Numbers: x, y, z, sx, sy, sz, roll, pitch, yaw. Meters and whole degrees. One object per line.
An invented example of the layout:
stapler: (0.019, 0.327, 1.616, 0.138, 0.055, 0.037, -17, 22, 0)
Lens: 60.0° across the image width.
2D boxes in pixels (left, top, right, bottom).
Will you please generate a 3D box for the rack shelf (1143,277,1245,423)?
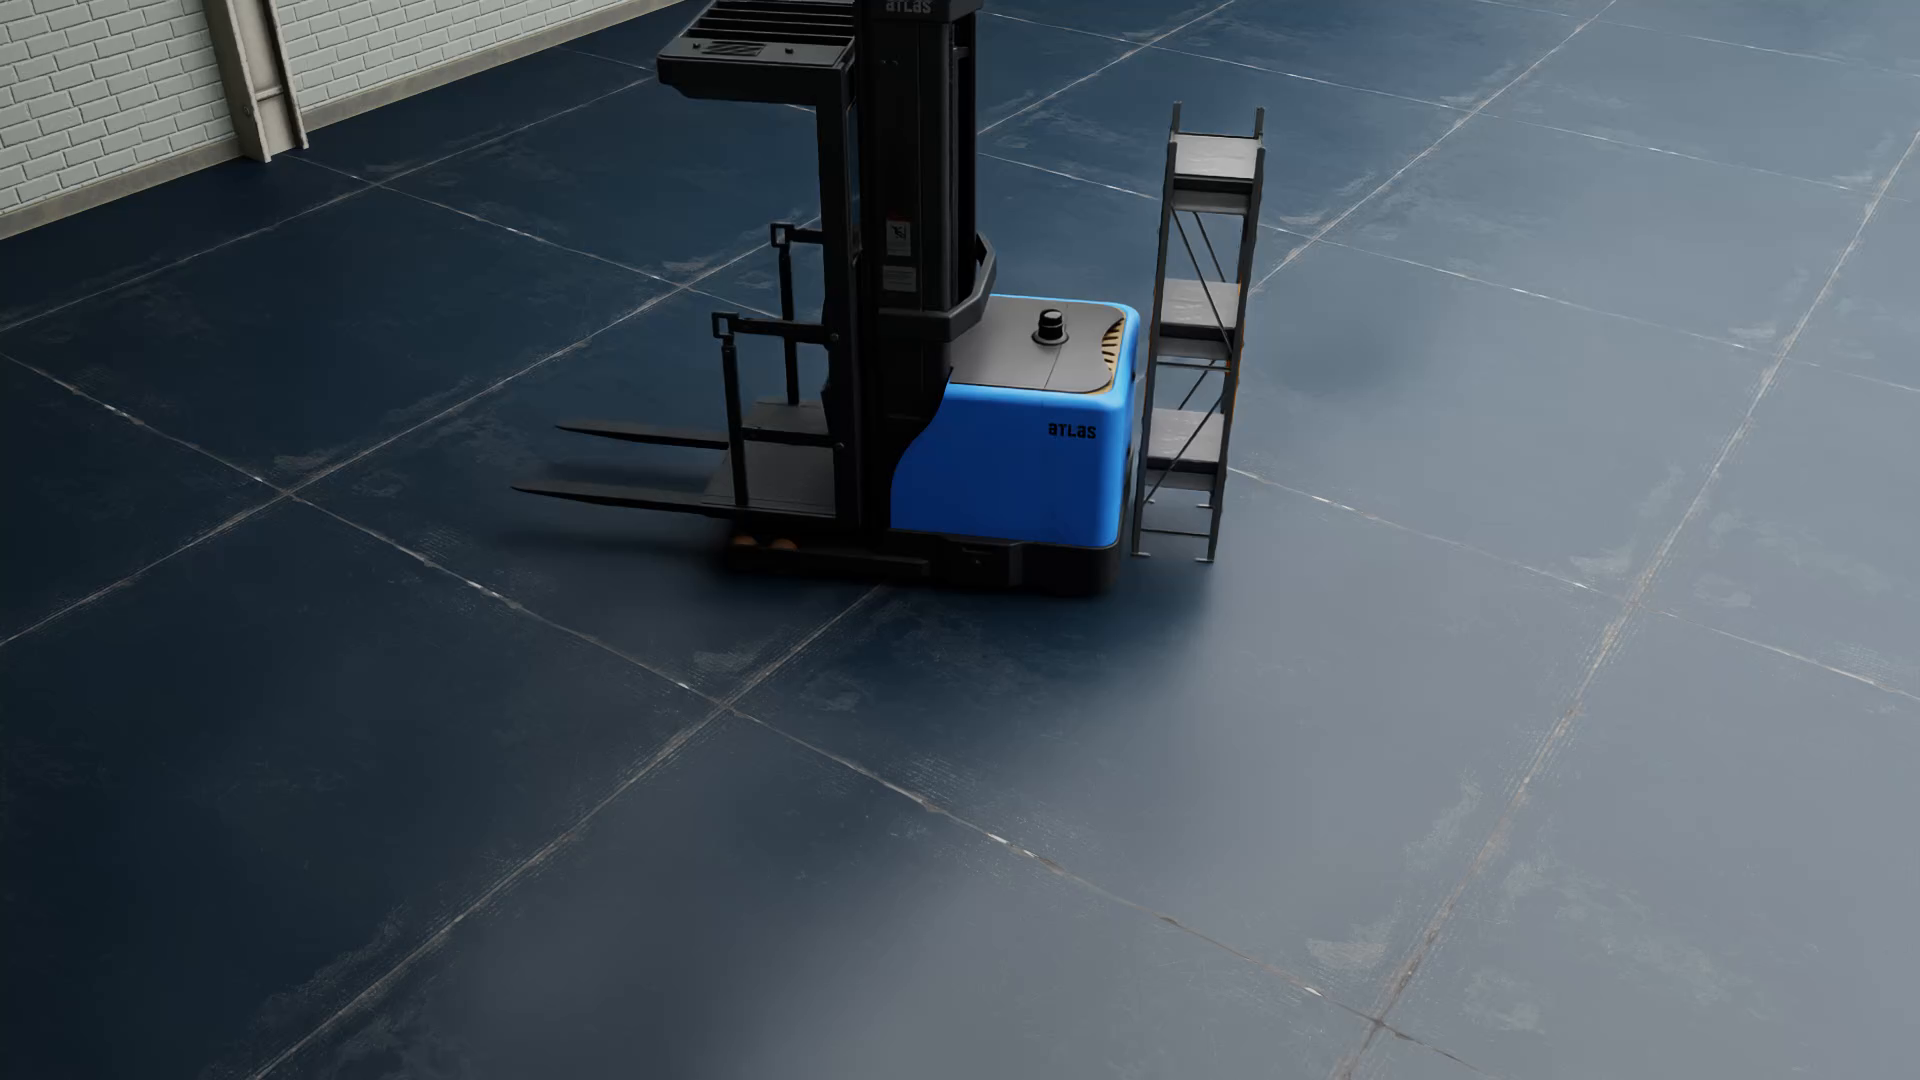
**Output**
rack shelf: (1.089, -0.903, 7.728, 0.431, 0.518, 0.480, 5, 34, 6)

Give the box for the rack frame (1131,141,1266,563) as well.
rack frame: (1.055, -0.779, 7.521, 0.400, 2.100, 0.015, 5, 34, 6)

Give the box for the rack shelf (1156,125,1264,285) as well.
rack shelf: (1.102, -1.482, 7.334, 0.431, 0.518, 0.480, 5, 34, 6)

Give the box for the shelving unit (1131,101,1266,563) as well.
shelving unit: (1.090, -0.915, 7.721, 0.431, 2.100, 0.503, 5, 34, 6)

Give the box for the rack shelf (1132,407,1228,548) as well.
rack shelf: (1.077, -0.325, 8.122, 0.431, 0.518, 0.480, 5, 34, 6)

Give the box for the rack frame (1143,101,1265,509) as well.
rack frame: (1.125, -1.050, 7.921, 0.400, 2.100, 0.015, 5, 34, 6)

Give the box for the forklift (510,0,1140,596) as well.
forklift: (-0.685, -1.337, 7.610, 3.031, 2.935, 1.130, 5, 34, 8)

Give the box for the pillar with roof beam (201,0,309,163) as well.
pillar with roof beam: (-1.664, -5.309, 8.068, 9.100, 9.000, 0.400, 21, 39, 28)
